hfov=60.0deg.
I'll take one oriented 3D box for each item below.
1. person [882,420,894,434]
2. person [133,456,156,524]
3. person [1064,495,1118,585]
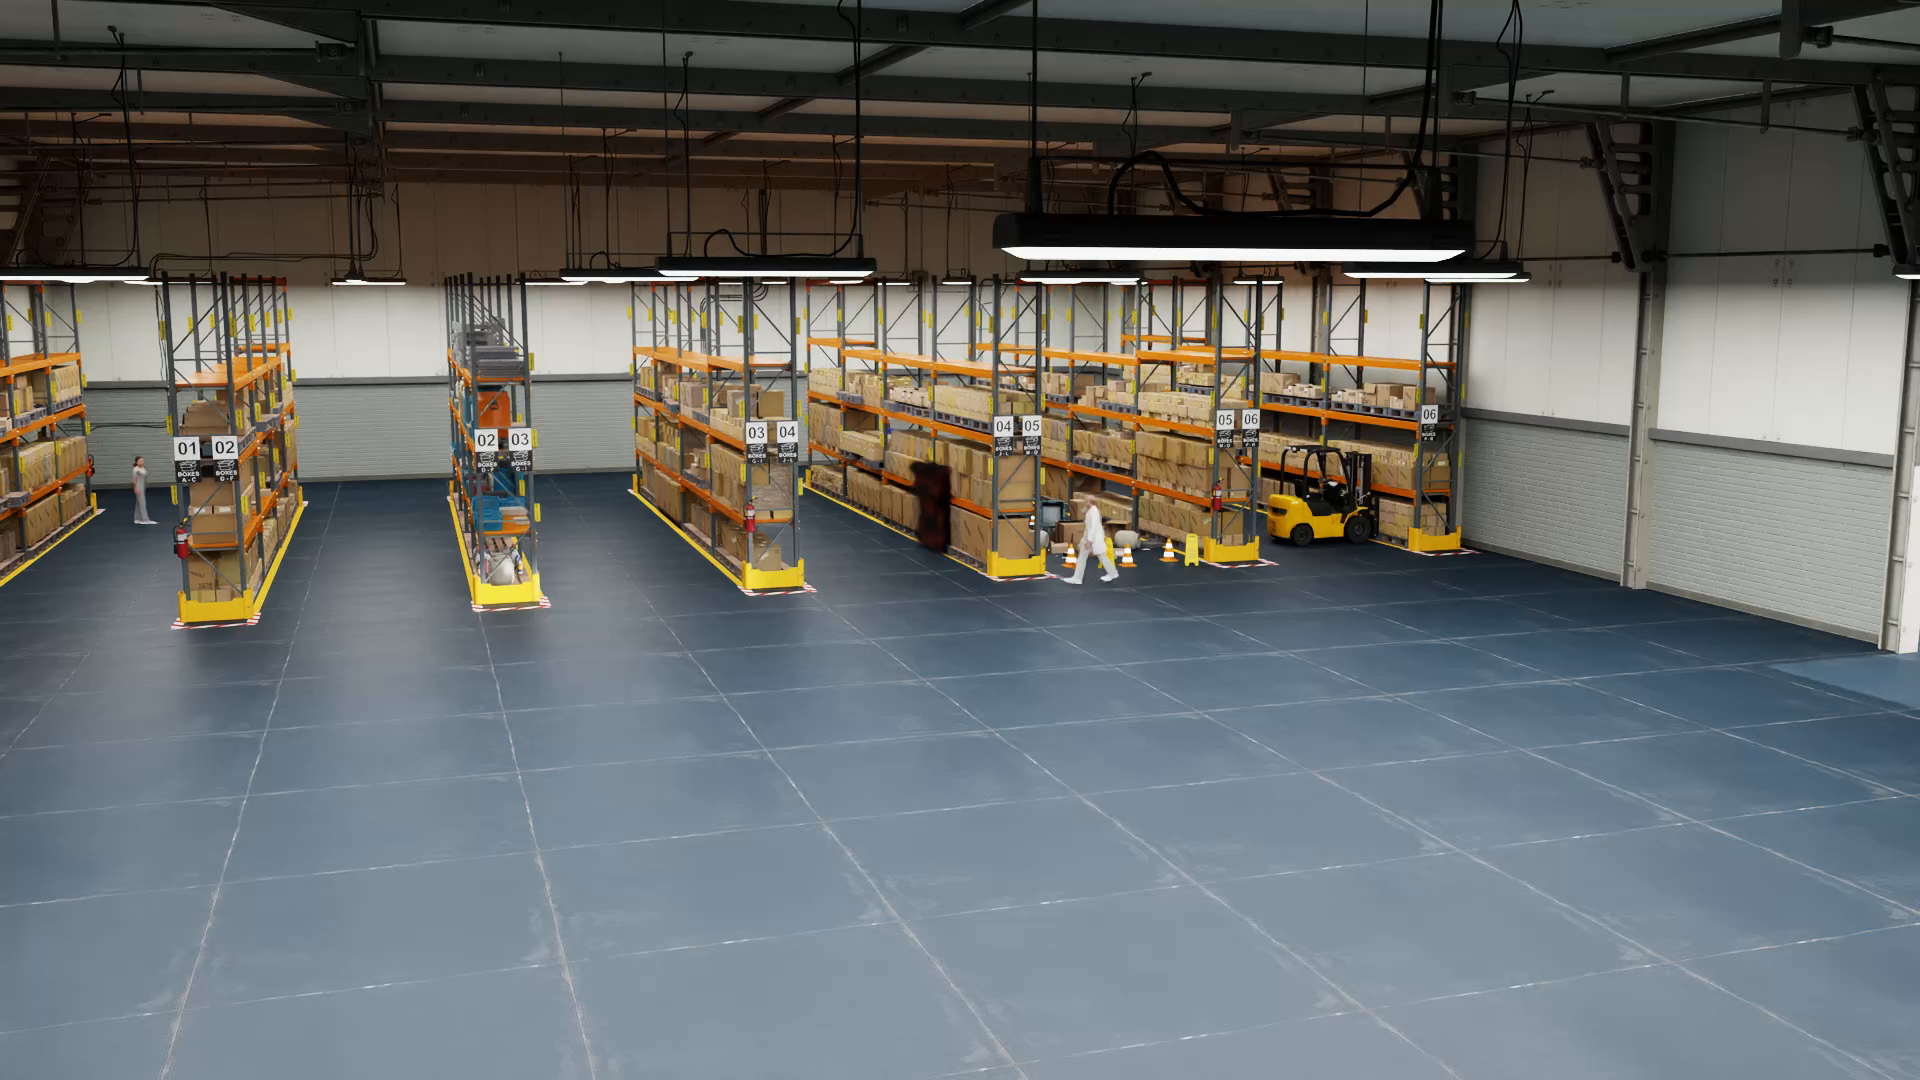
[{"bbox_3d":[-2.256,-2.950,52.086,0.504,1.616,0.703,8,12,43],"label":"person"},{"bbox_3d":[-19.967,-1.228,40.661,0.507,1.674,0.456,-2,9,-11],"label":"person"},{"bbox_3d":[2.584,-0.006,32.358,1.119,1.737,0.512,-7,11,-38],"label":"person"}]
